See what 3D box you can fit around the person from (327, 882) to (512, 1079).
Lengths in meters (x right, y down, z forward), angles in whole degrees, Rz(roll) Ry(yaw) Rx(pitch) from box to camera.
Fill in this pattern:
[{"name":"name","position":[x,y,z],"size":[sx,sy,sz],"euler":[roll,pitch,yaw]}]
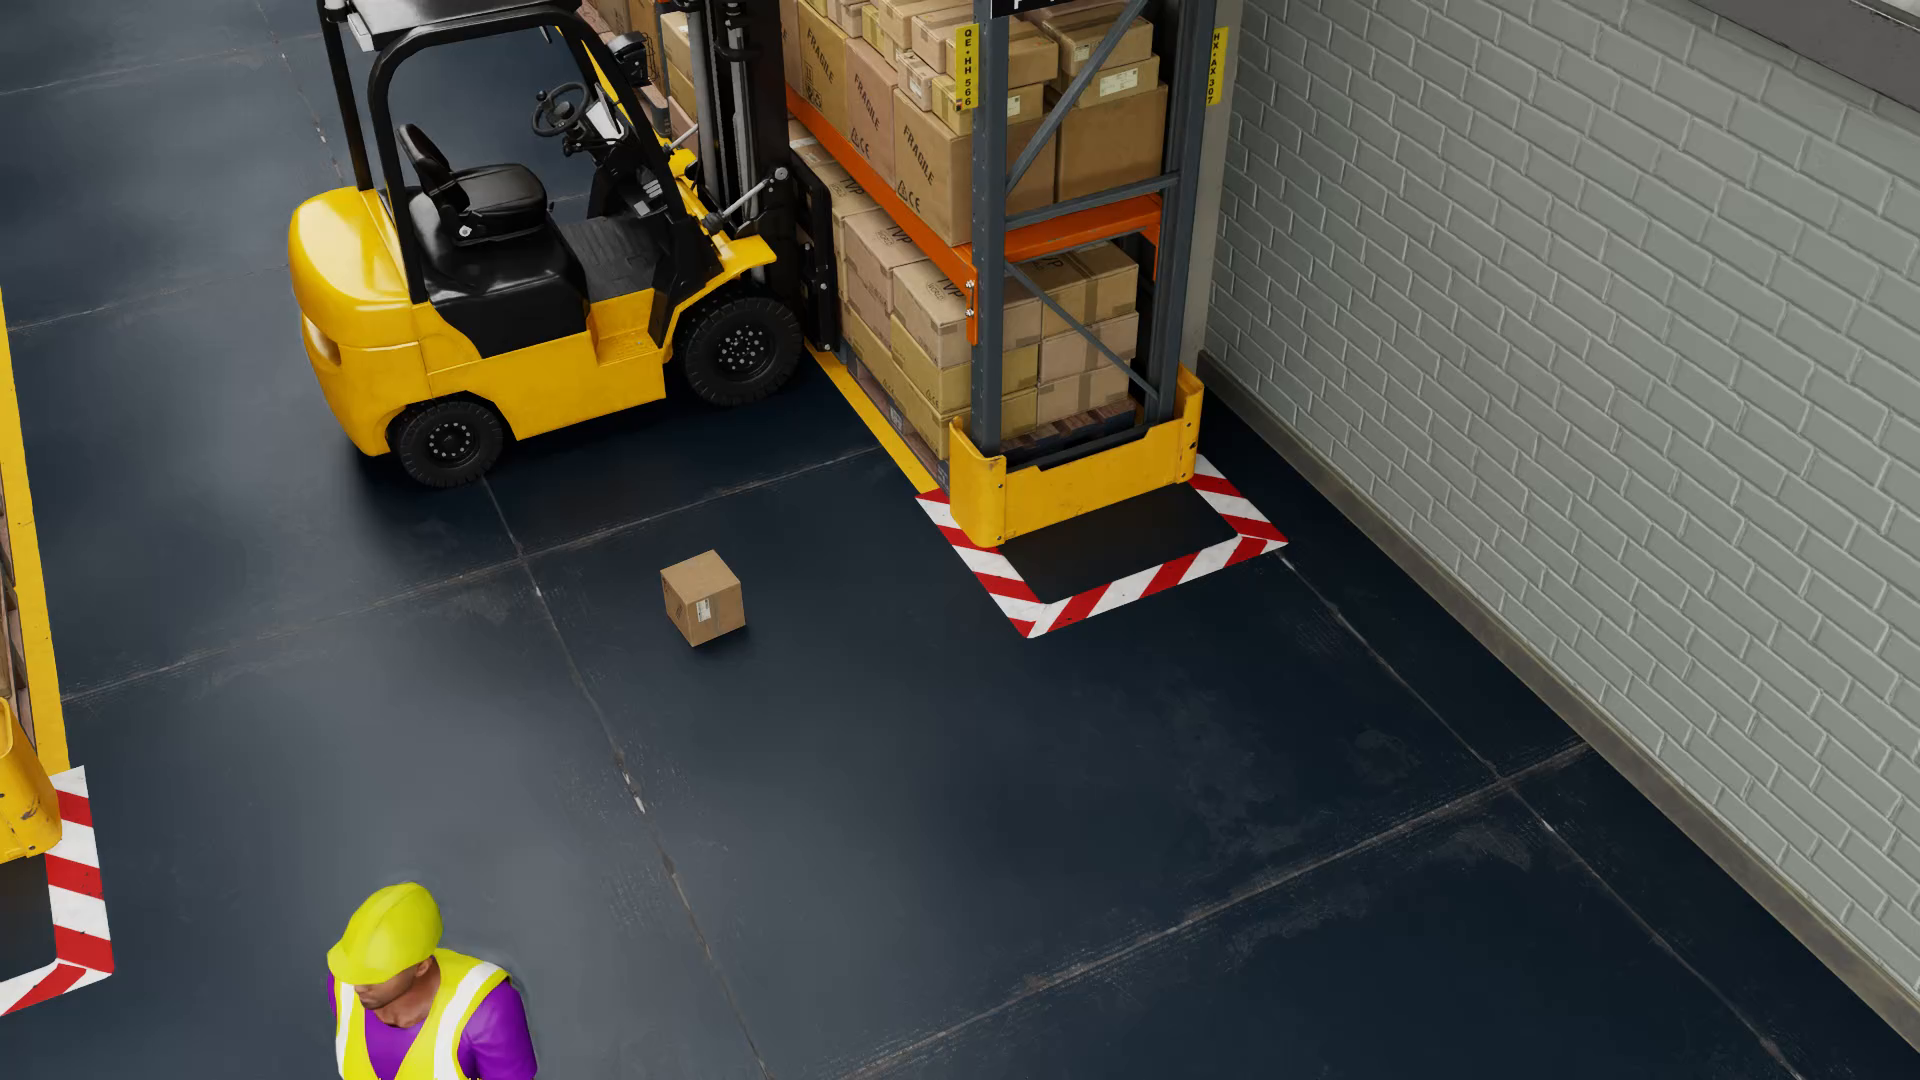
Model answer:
[{"name":"person","position":[-1.361,1.561,4.343],"size":[0.435,1.717,1.043],"euler":[7,42,8]}]
